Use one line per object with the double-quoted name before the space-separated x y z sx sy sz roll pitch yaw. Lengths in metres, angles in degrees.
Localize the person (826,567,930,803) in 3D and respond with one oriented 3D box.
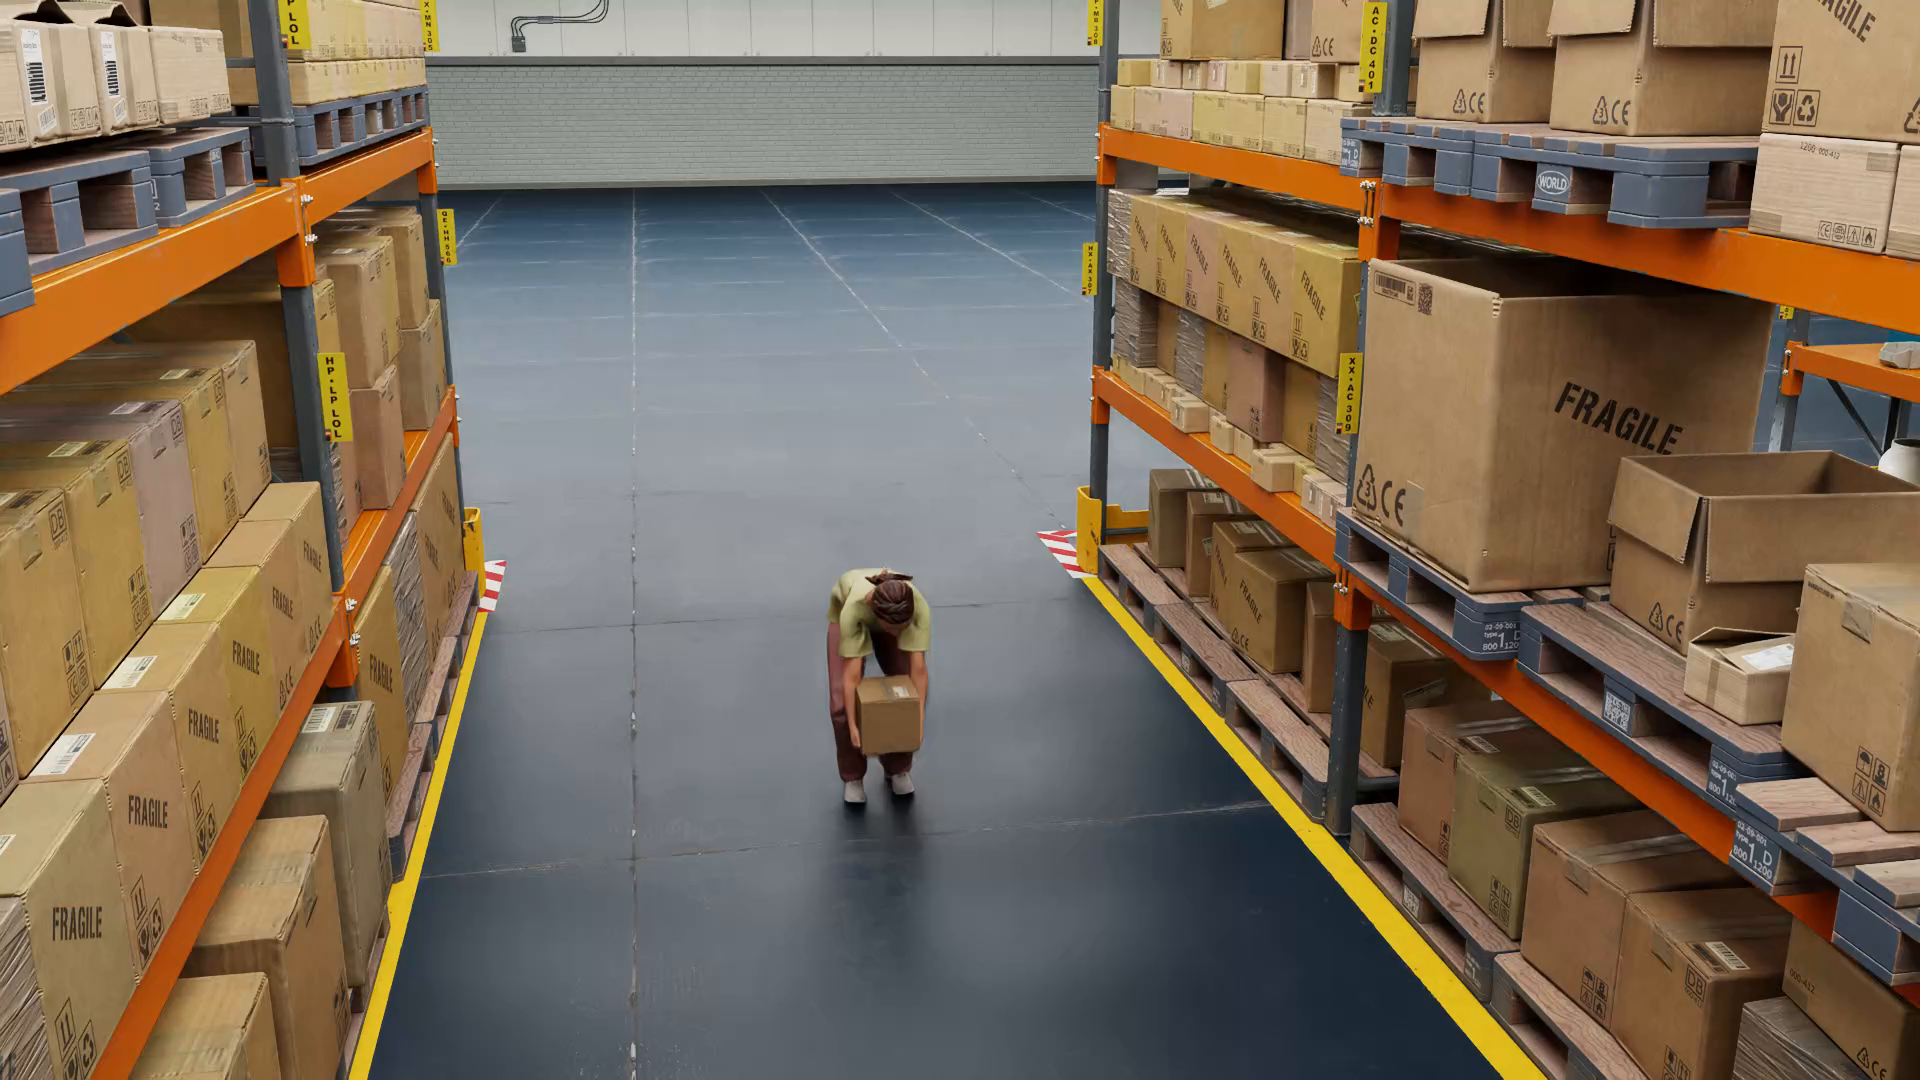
"person" -0.349 0.631 7.312 0.435 1.162 0.846 -4 17 -13
